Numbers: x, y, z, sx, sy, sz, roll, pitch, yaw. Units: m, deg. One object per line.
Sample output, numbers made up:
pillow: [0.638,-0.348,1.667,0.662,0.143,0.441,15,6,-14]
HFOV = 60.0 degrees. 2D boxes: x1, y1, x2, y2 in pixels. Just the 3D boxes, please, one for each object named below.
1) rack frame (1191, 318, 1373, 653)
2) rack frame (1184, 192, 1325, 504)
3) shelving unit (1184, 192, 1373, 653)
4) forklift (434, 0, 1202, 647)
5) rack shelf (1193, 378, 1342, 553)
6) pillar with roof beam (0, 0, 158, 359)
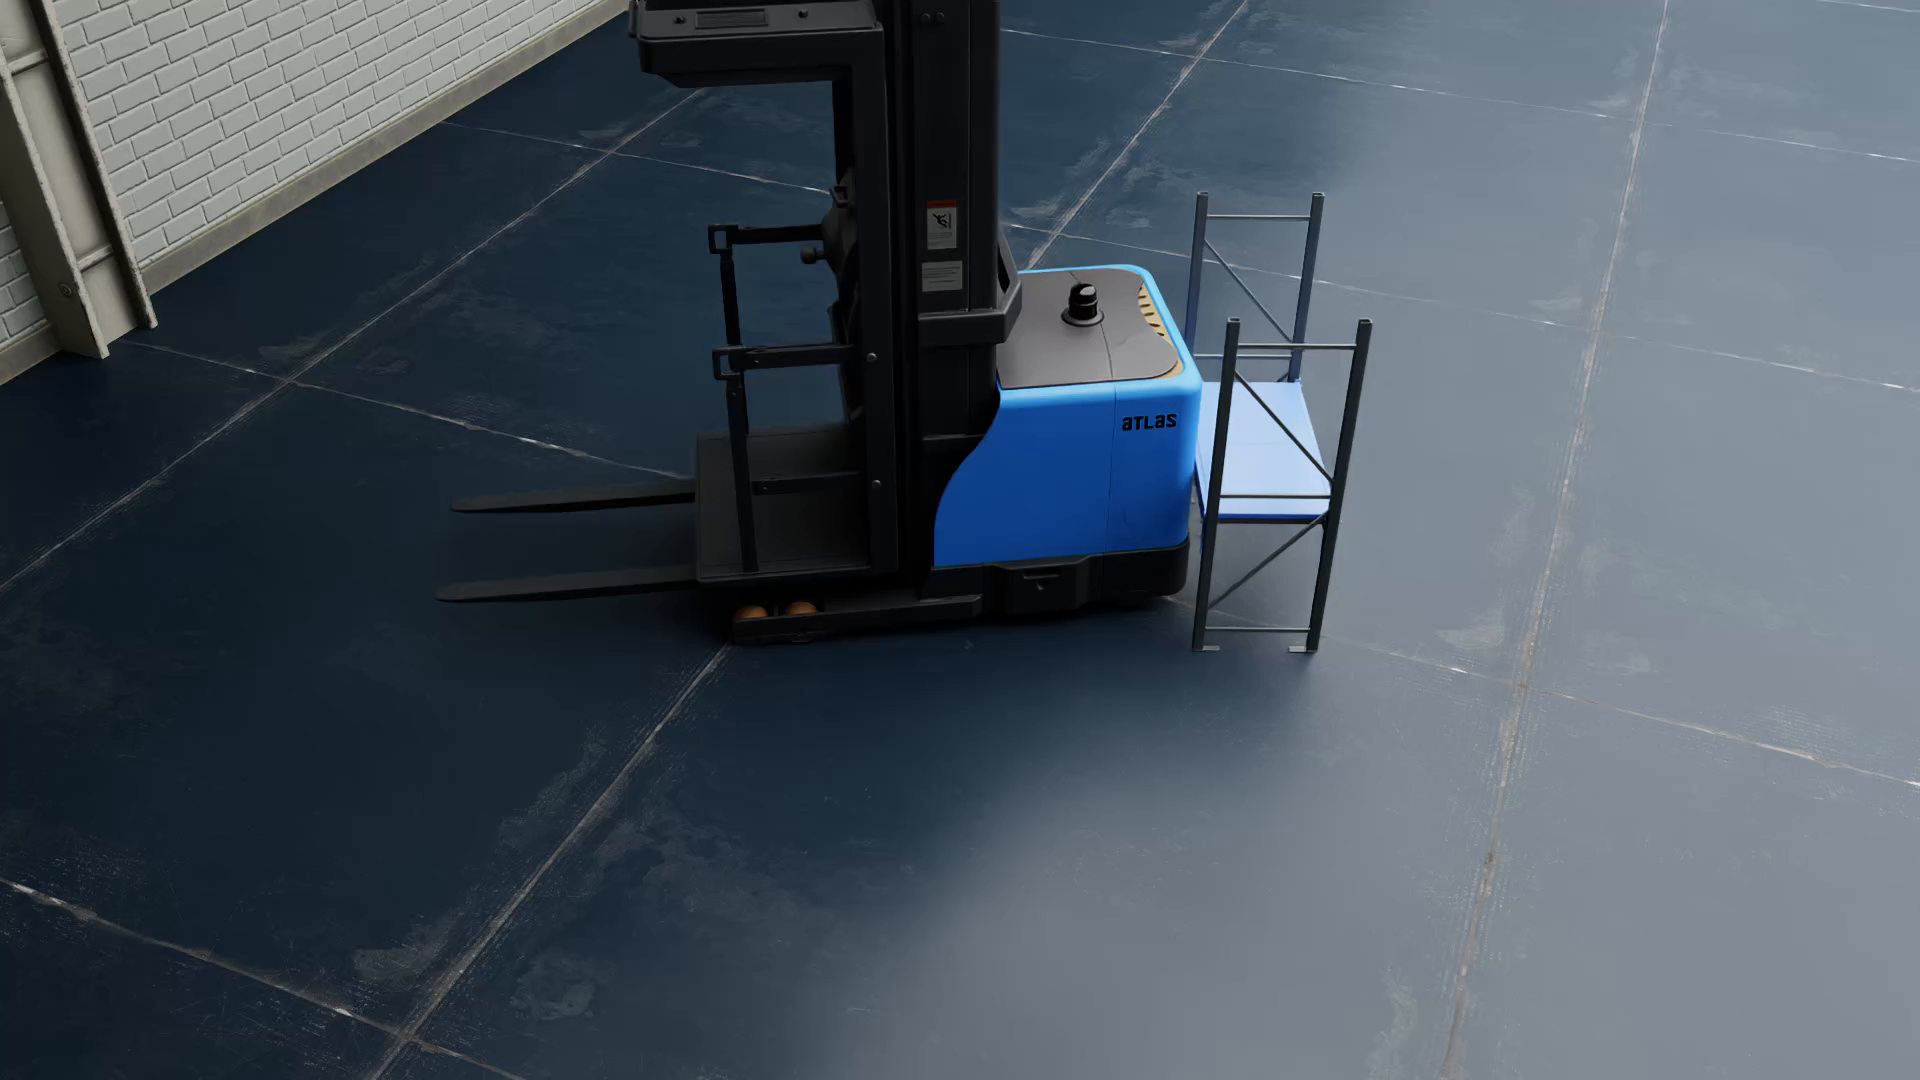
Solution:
rack frame: [1.178,-0.160,6.212,0.500,1.500,0.032,0,37,1]
rack frame: [1.191,-0.769,7.026,0.500,1.500,0.032,0,37,1]
shelving unit: [1.184,-0.465,6.619,0.538,1.500,1.048,0,37,1]
forklift: [-0.622,-1.083,6.251,3.031,2.935,1.130,-5,37,-6]
rack shelf: [1.184,-0.321,6.727,0.538,0.185,1.000,0,37,1]
pillar with roof beam: [-0.464,-3.690,4.671,9.100,9.000,0.400,14,39,18]
